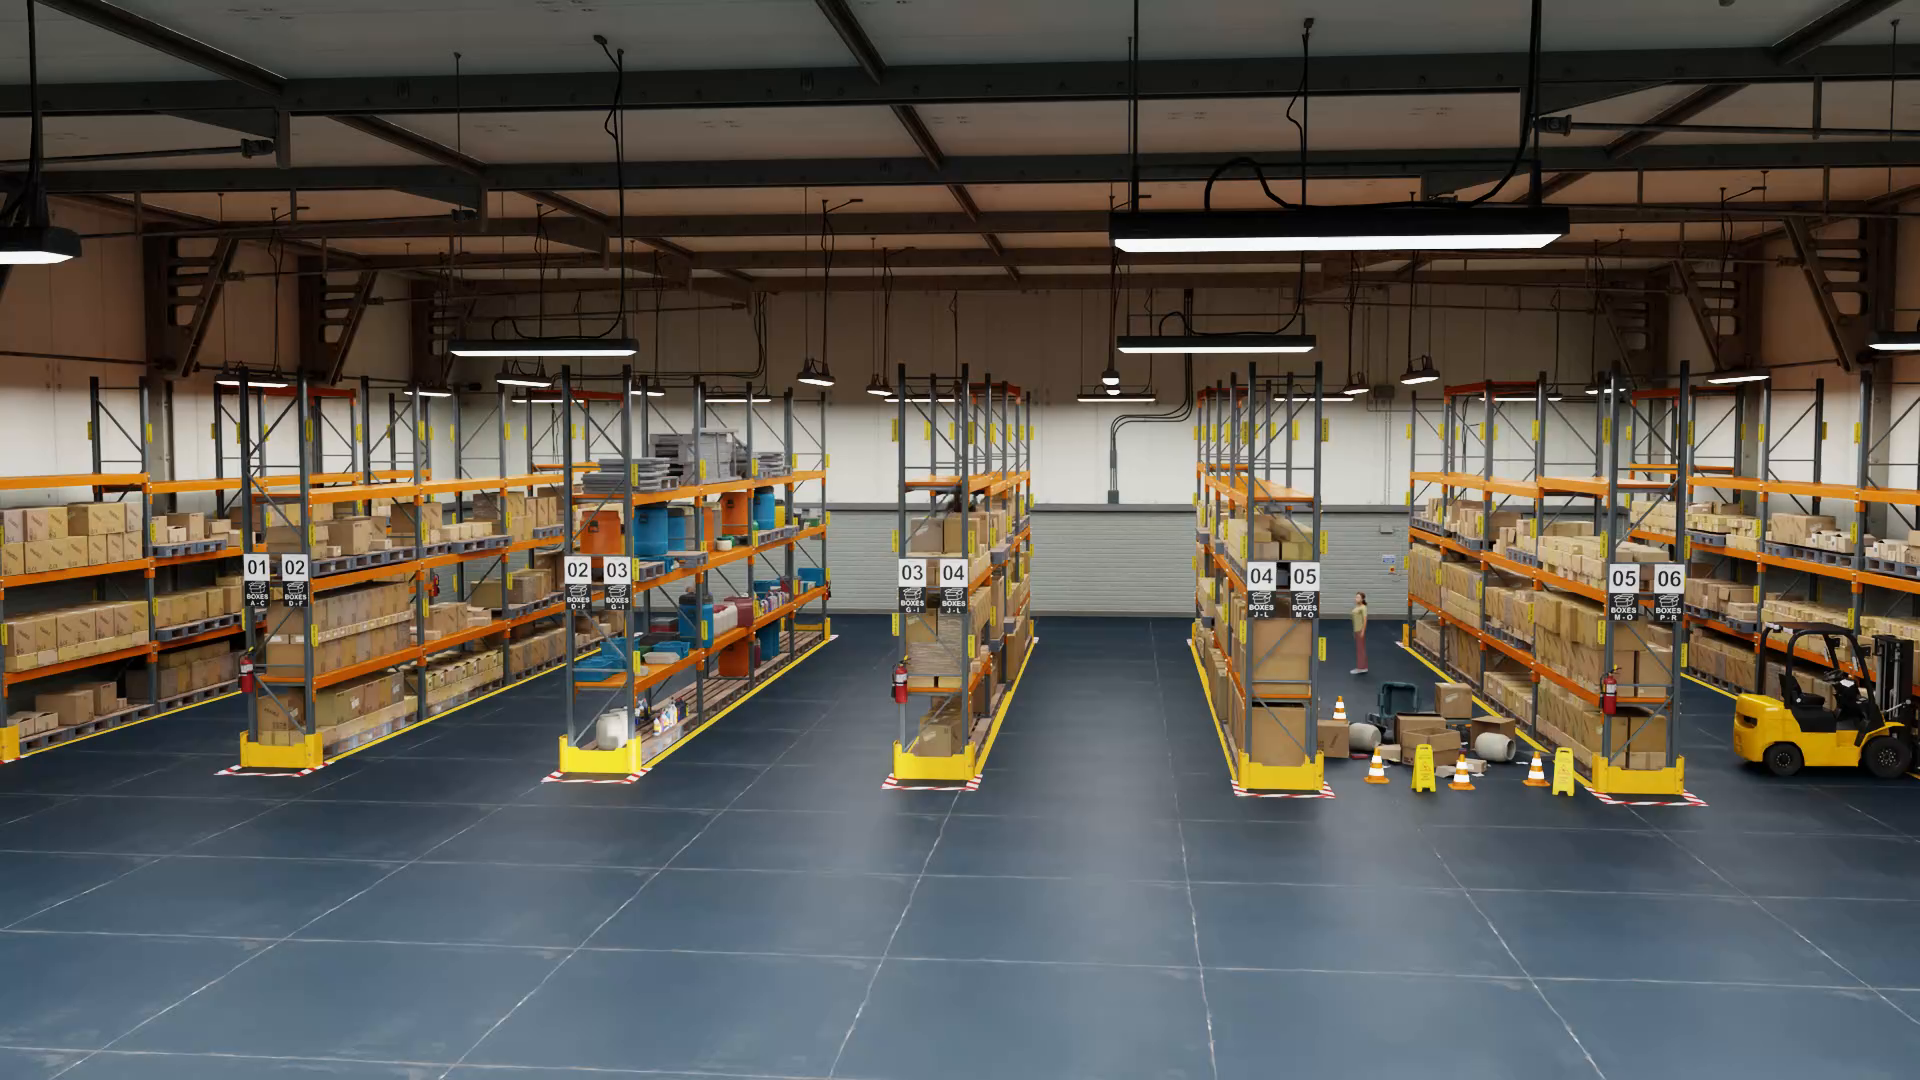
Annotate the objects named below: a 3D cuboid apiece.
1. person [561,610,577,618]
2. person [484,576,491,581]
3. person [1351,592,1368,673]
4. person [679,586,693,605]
[{"bbox_3d":[-9.826,1.425,41.866,0.529,1.776,0.448,-2,4,-28],"label":"person"},{"bbox_3d":[-11.055,1.694,39.244,0.484,1.715,0.549,1,4,17],"label":"person"},{"bbox_3d":[8.352,1.933,34.779,0.352,1.680,0.483,0,4,8],"label":"person"},{"bbox_3d":[-6.003,1.829,36.891,0.405,1.606,0.989,0,4,6],"label":"person"}]
